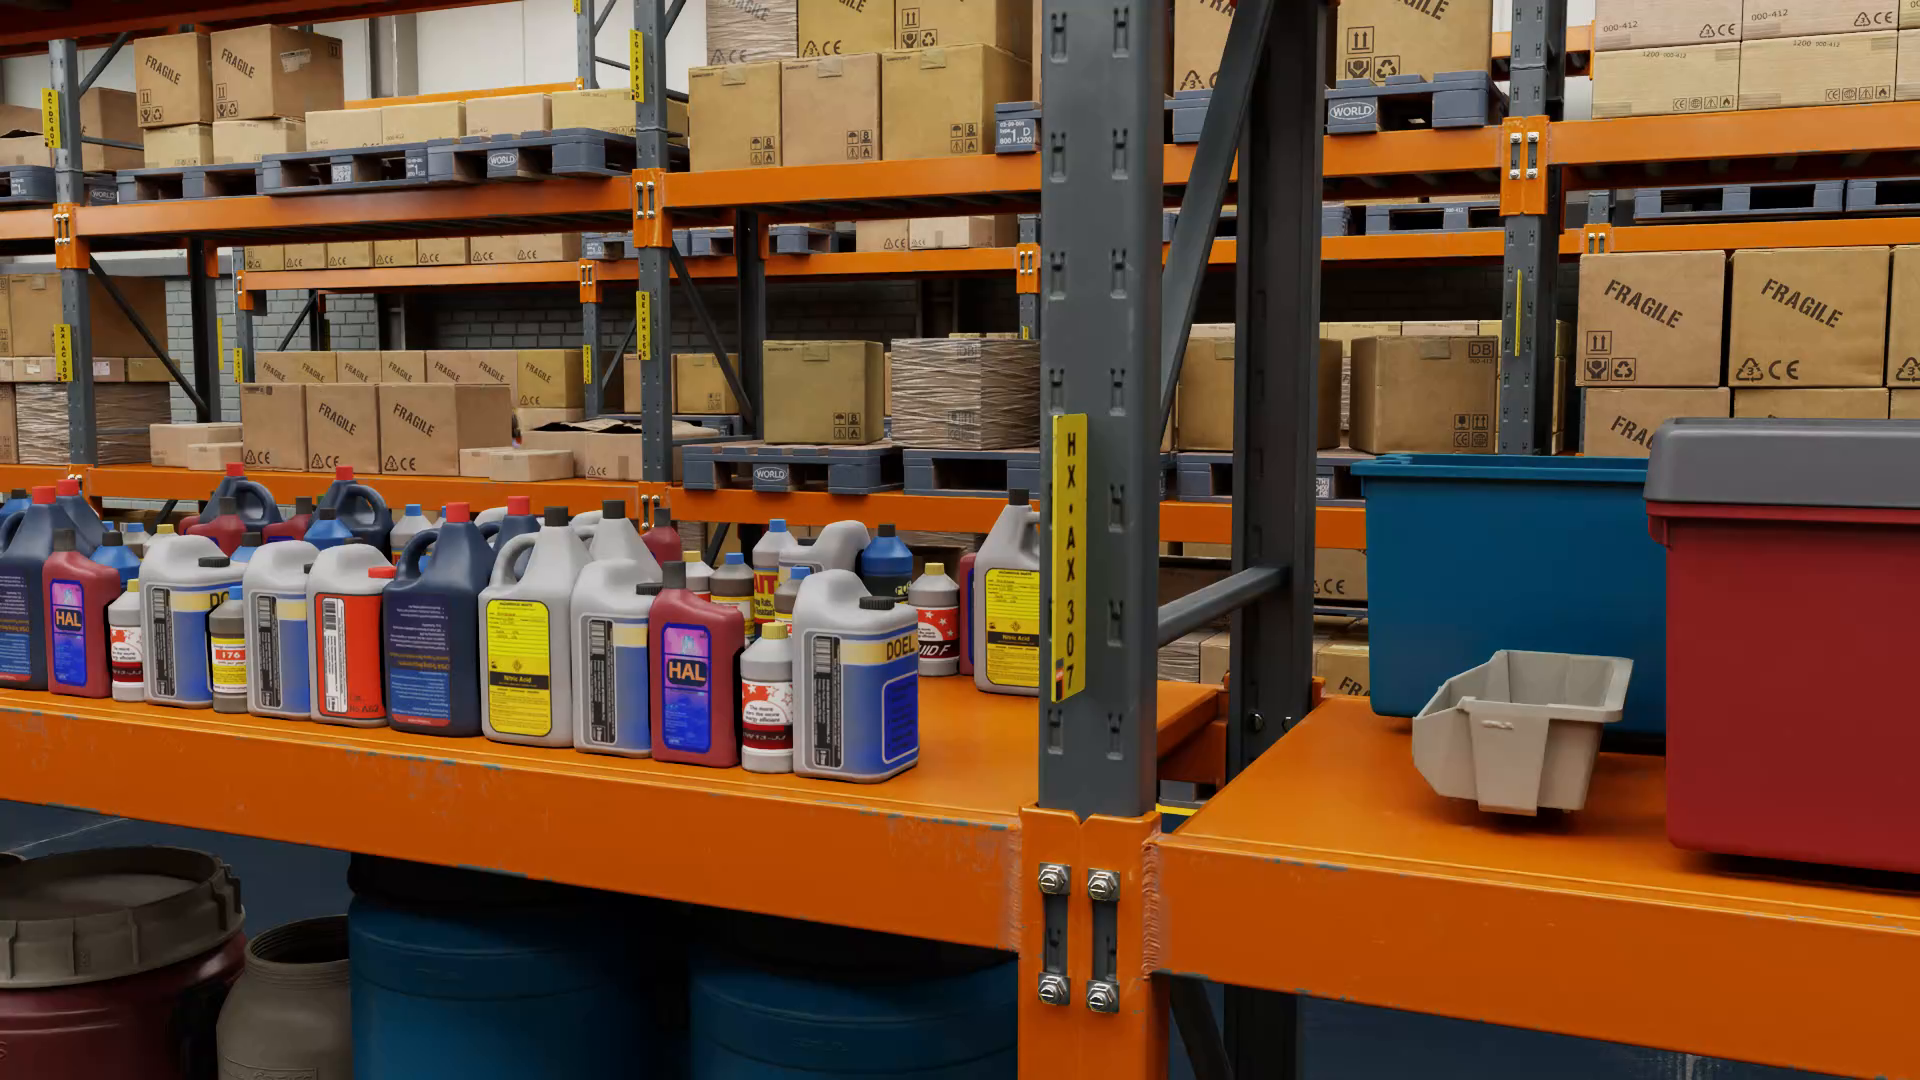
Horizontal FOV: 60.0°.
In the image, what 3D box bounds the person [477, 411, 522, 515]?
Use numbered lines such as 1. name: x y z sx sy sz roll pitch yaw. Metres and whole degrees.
1. person: -3.127 -0.102 11.460 1.006 1.588 0.473 3 6 24
